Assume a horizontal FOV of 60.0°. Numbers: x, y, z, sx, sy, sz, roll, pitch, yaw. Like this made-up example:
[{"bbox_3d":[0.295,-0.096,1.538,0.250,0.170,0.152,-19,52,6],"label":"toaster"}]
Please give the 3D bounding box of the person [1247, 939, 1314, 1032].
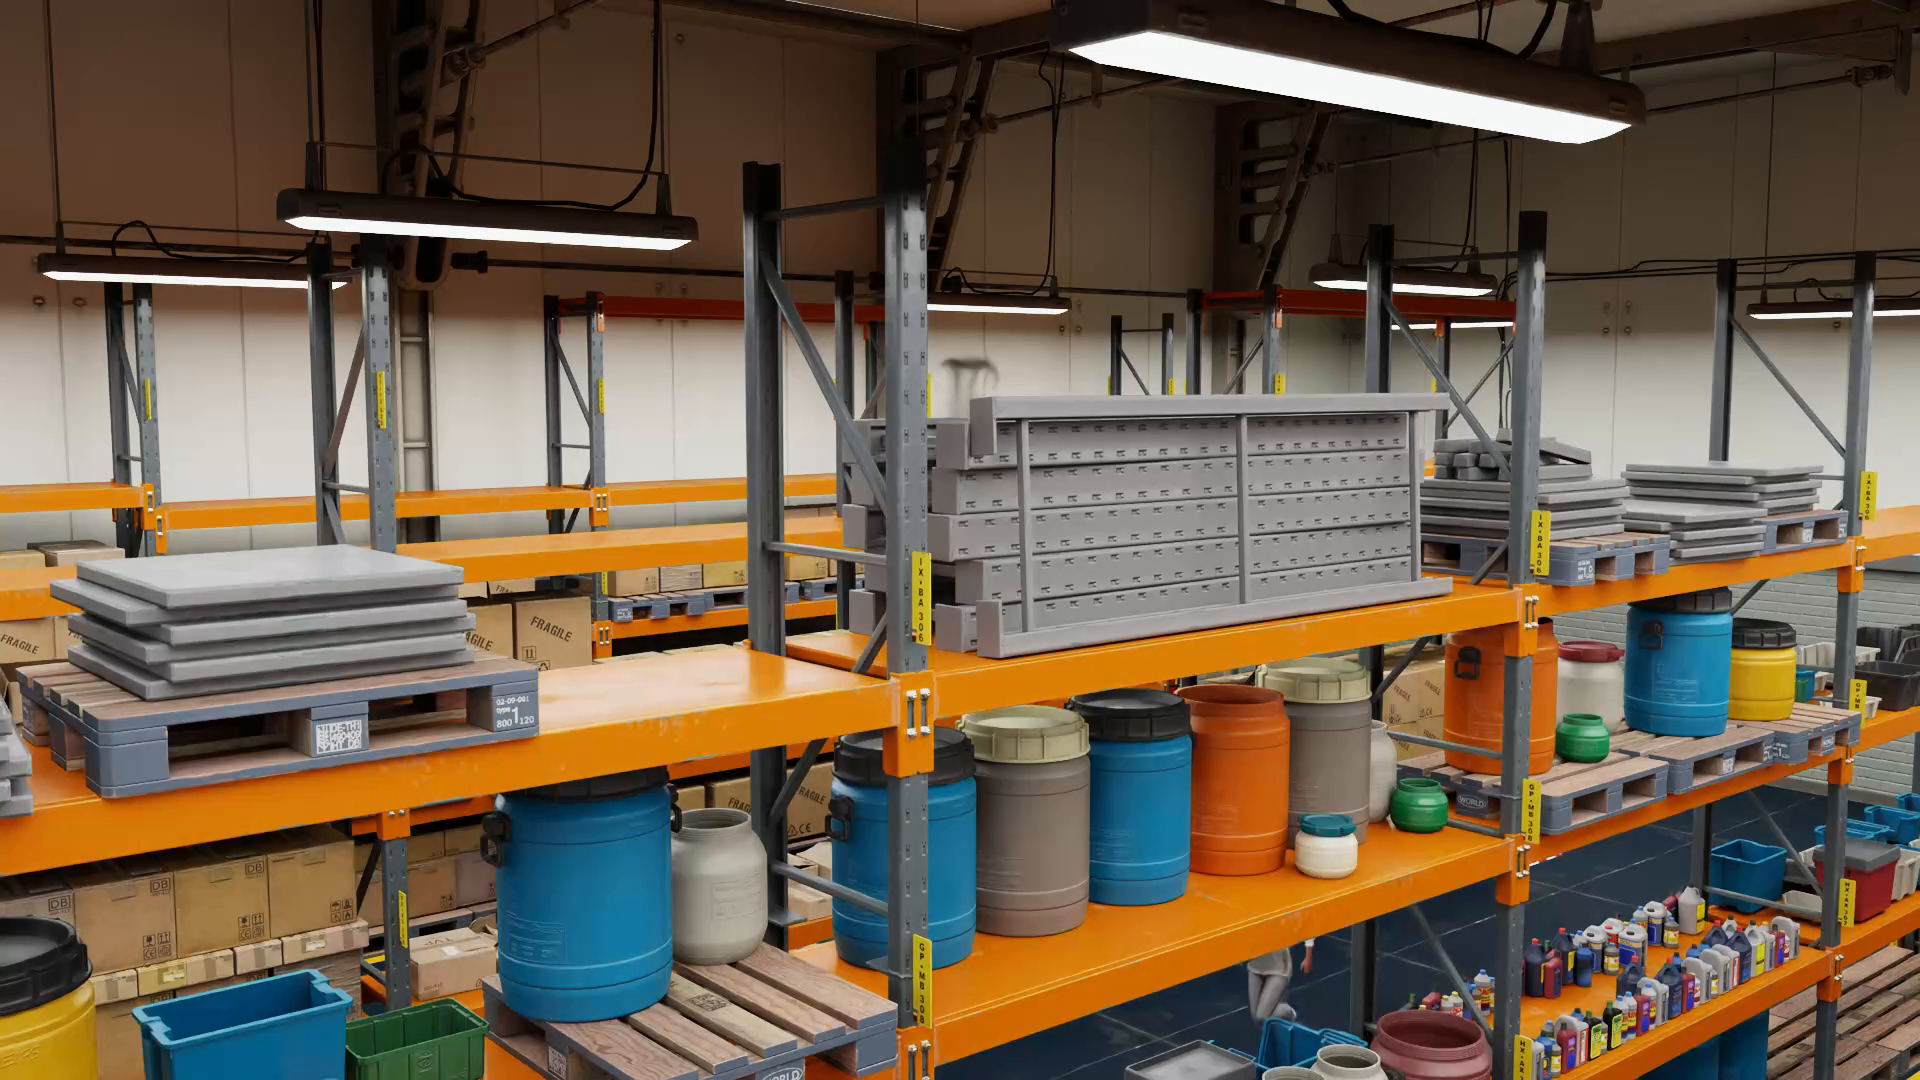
[{"bbox_3d":[2.281,3.322,12.343,0.579,1.351,0.617,5,8,43],"label":"person"}]
